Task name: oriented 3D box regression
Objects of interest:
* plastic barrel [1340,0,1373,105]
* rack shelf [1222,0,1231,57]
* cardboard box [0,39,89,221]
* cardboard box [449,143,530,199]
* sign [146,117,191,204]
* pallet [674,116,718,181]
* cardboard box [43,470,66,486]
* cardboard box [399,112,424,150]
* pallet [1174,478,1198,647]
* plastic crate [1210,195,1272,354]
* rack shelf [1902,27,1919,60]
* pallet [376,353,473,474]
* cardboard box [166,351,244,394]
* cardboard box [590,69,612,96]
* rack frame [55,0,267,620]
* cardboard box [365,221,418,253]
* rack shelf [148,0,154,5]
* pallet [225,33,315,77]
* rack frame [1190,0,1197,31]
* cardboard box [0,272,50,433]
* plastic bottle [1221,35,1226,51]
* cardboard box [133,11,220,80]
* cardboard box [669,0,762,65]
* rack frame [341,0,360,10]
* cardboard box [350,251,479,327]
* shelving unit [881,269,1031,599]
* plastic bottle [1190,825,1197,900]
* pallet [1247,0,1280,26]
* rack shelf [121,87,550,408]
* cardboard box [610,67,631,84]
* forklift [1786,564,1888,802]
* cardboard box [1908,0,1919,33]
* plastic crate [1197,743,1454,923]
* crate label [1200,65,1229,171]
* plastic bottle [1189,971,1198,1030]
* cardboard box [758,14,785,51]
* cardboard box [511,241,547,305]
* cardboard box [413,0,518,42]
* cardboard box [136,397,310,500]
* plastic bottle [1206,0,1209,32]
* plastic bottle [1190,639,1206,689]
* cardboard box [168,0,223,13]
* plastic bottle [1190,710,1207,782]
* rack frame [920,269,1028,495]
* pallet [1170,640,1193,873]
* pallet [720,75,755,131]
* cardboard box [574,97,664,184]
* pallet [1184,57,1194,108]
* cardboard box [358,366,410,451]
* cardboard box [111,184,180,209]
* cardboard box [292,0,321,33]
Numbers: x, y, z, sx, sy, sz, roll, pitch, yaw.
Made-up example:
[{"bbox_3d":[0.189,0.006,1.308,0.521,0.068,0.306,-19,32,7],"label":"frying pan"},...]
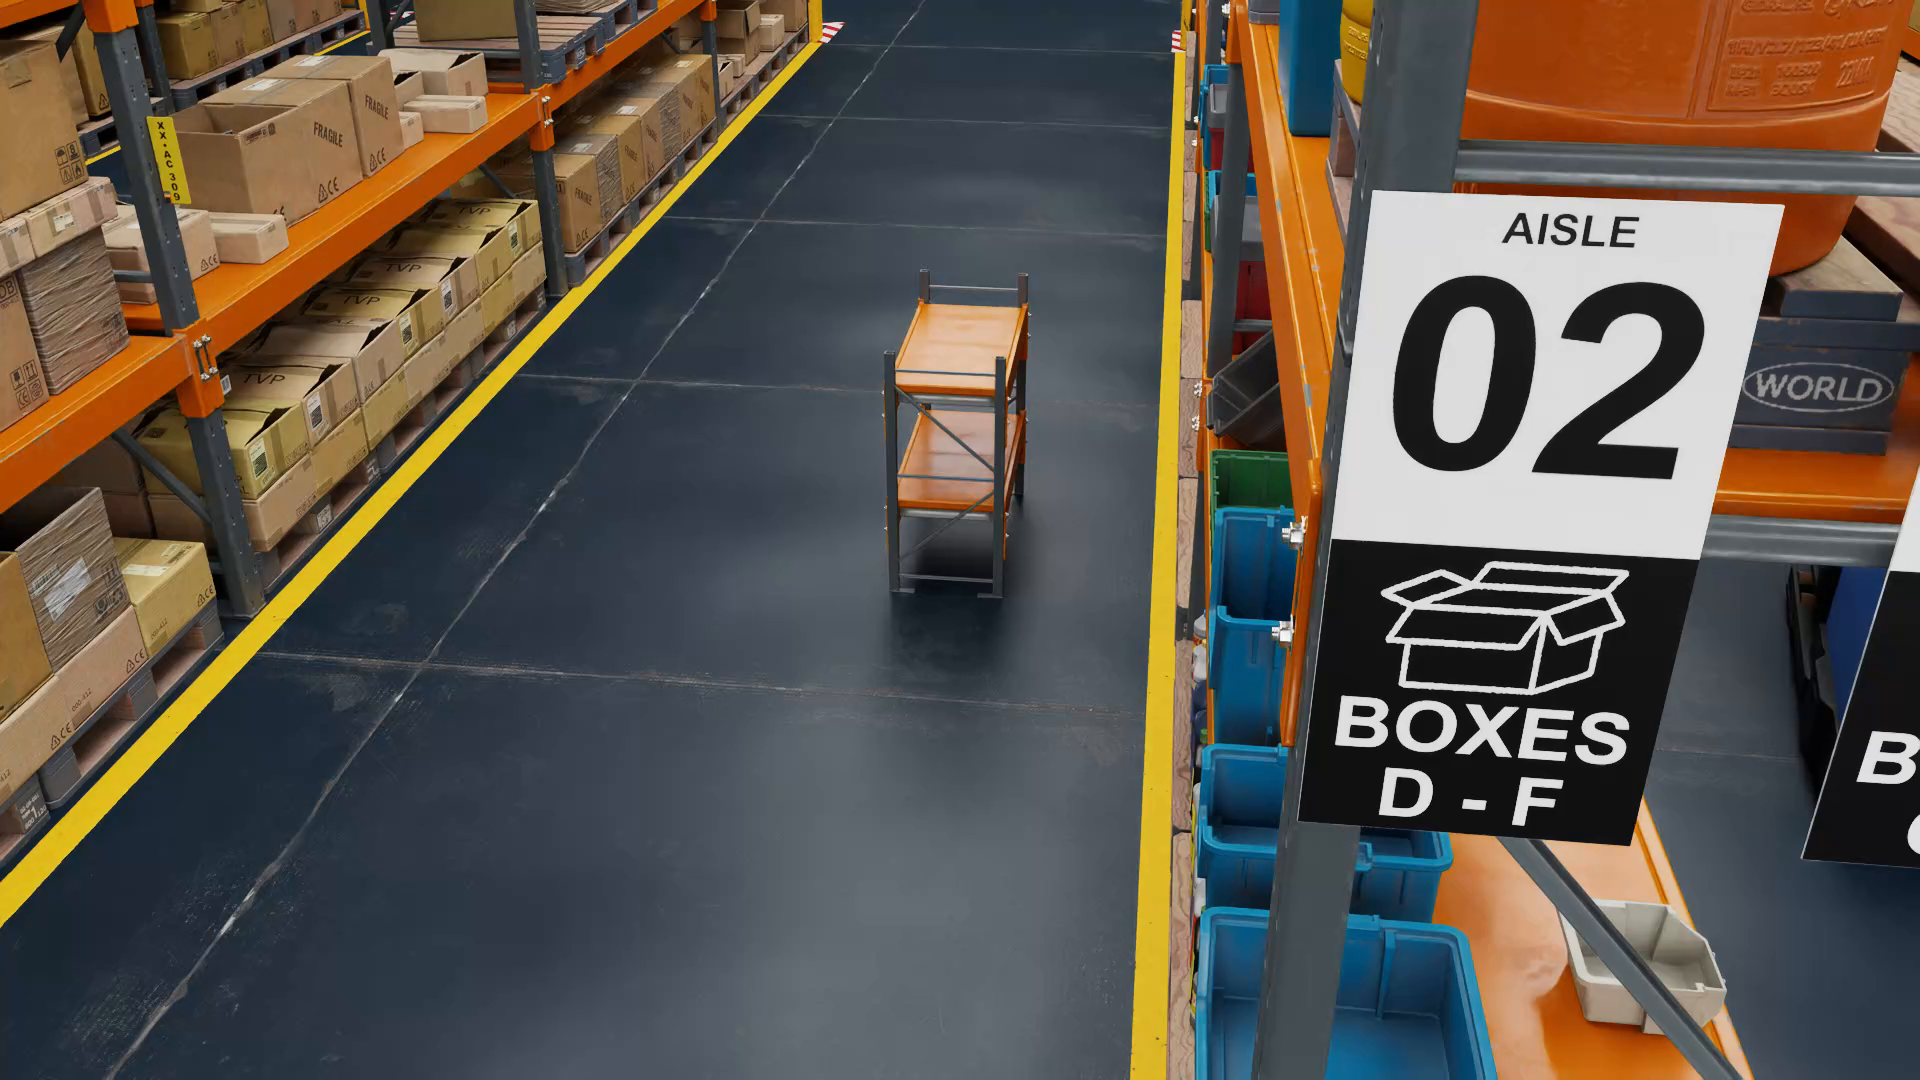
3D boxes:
[{"bbox_3d":[0.926,-0.996,2.632,0.600,0.588,0.600,0,28,0],"label":"plastic barrel"},{"bbox_3d":[1.648,-2.692,7.179,1.077,0.370,4.000,3,28,6],"label":"rack shelf"},{"bbox_3d":[-3.561,-1.442,5.790,0.700,0.500,0.500,3,29,6],"label":"cardboard box"},{"bbox_3d":[-3.141,-2.466,11.336,0.500,0.500,0.500,4,29,8],"label":"cardboard box"},{"bbox_3d":[-2.962,-1.420,6.228,0.100,0.325,0.005,3,28,6],"label":"sign"},{"bbox_3d":[-2.595,-3.189,13.447,1.003,0.211,1.213,3,28,6],"label":"pallet"},{"bbox_3d":[-3.881,-0.140,6.513,0.500,0.500,0.500,3,28,6],"label":"cardboard box"},{"bbox_3d":[-3.123,-2.205,8.944,0.380,0.149,0.250,5,29,10],"label":"cardboard box"},{"bbox_3d":[1.460,0.109,7.324,1.003,0.211,1.213,3,28,6],"label":"pallet"},{"bbox_3d":[1.158,-1.020,6.413,0.402,0.464,0.583,3,28,6],"label":"plastic crate"},{"bbox_3d":[7.053,-2.966,10.851,1.077,0.370,4.000,3,28,6],"label":"rack shelf"},{"bbox_3d":[-3.315,-0.733,8.888,1.003,0.211,1.213,3,28,6],"label":"pallet"},{"bbox_3d":[-3.691,-0.710,7.770,0.500,0.311,0.500,4,29,8],"label":"cardboard box"},{"bbox_3d":[-2.957,-3.541,12.541,0.500,0.250,0.500,3,29,6],"label":"cardboard box"},{"bbox_3d":[-3.513,-1.036,6.510,1.000,3.000,0.127,3,28,6],"label":"rack frame"},{"bbox_3d":[-3.435,-1.663,9.539,0.500,0.311,0.500,3,28,5],"label":"cardboard box"},{"bbox_3d":[-7.205,-5.712,15.949,1.077,0.370,4.000,3,28,6],"label":"rack shelf"},{"bbox_3d":[-7.132,-4.789,16.417,1.003,0.211,1.213,3,28,6],"label":"pallet"},{"bbox_3d":[2.873,-6.395,16.457,1.000,3.000,0.127,3,28,6],"label":"rack frame"},{"bbox_3d":[-3.619,-0.622,5.637,0.700,0.500,0.500,3,28,6],"label":"cardboard box"},{"bbox_3d":[1.603,-3.041,10.368,0.097,0.271,0.097,0,28,0],"label":"plastic bottle"},{"bbox_3d":[-7.256,-4.518,15.167,0.700,0.500,0.500,4,29,7],"label":"cardboard box"},{"bbox_3d":[-2.308,-4.781,15.630,0.797,0.503,0.637,3,28,6],"label":"cardboard box"},{"bbox_3d":[-6.960,-6.971,17.526,1.000,3.000,0.127,3,28,6],"label":"rack frame"},{"bbox_3d":[-2.965,-1.397,9.045,0.500,0.311,0.500,3,28,6],"label":"cardboard box"},{"bbox_3d":[0.001,-0.498,7.489,0.538,1.125,1.048,3,28,6],"label":"shelving unit"},{"bbox_3d":[0.794,0.959,5.137,0.144,0.351,0.185,5,29,8],"label":"plastic bottle"},{"bbox_3d":[1.411,-1.638,4.665,1.213,0.211,1.003,3,28,6],"label":"pallet"},{"bbox_3d":[-3.268,-1.661,8.428,1.077,0.370,4.000,3,28,6],"label":"rack shelf"},{"bbox_3d":[-2.888,-3.430,13.125,0.500,0.500,0.500,4,29,7],"label":"cardboard box"},{"bbox_3d":[4.010,-0.795,6.136,1.130,2.935,3.031,10,30,18],"label":"forklift"},{"bbox_3d":[6.933,-3.829,11.590,0.500,0.500,0.500,3,28,6],"label":"cardboard box"},{"bbox_3d":[0.762,0.644,3.549,0.499,0.251,0.408,3,28,6],"label":"plastic crate"},{"bbox_3d":[1.502,-2.193,8.620,0.502,0.435,0.616,3,28,6],"label":"crate label"},{"bbox_3d":[0.702,1.285,4.689,0.097,0.201,0.097,0,28,0],"label":"plastic bottle"},{"bbox_3d":[-2.011,-4.952,16.214,0.500,0.250,0.500,3,28,6],"label":"cardboard box"},{"bbox_3d":[-2.845,-1.631,10.072,0.500,0.250,0.500,4,29,7],"label":"cardboard box"},{"bbox_3d":[-3.058,-3.451,10.444,0.700,0.500,0.500,-6,29,-11],"label":"cardboard box"},{"bbox_3d":[-3.215,-0.437,7.264,0.500,0.311,0.500,3,29,6],"label":"cardboard box"},{"bbox_3d":[1.765,-3.662,11.520,0.097,0.271,0.097,0,28,0],"label":"plastic bottle"},{"bbox_3d":[0.916,0.464,6.212,0.097,0.201,0.097,0,28,0],"label":"plastic bottle"},{"bbox_3d":[-7.033,-4.954,15.292,0.380,0.149,0.250,4,29,8],"label":"cardboard box"},{"bbox_3d":[0.869,0.671,5.671,0.144,0.351,0.185,2,28,4],"label":"plastic bottle"},{"bbox_3d":[0.063,-0.738,7.933,0.500,1.125,0.032,3,28,6],"label":"rack frame"},{"bbox_3d":[1.279,0.795,6.052,1.003,0.211,1.213,3,28,6],"label":"pallet"},{"bbox_3d":[-2.448,-3.897,14.761,1.003,0.211,1.213,3,28,6],"label":"pallet"},{"bbox_3d":[-2.500,-2.938,12.213,0.500,0.500,0.500,2,28,4],"label":"cardboard box"},{"bbox_3d":[2.581,-4.209,15.339,1.003,0.211,1.213,3,28,6],"label":"pallet"},{"bbox_3d":[-3.093,-0.670,8.288,0.500,0.250,0.500,3,28,5],"label":"cardboard box"},{"bbox_3d":[-3.588,-1.401,7.330,0.396,0.266,0.258,3,28,5],"label":"cardboard box"},{"bbox_3d":[-7.007,-5.484,16.960,0.700,0.500,0.500,3,28,6],"label":"cardboard box"}]
